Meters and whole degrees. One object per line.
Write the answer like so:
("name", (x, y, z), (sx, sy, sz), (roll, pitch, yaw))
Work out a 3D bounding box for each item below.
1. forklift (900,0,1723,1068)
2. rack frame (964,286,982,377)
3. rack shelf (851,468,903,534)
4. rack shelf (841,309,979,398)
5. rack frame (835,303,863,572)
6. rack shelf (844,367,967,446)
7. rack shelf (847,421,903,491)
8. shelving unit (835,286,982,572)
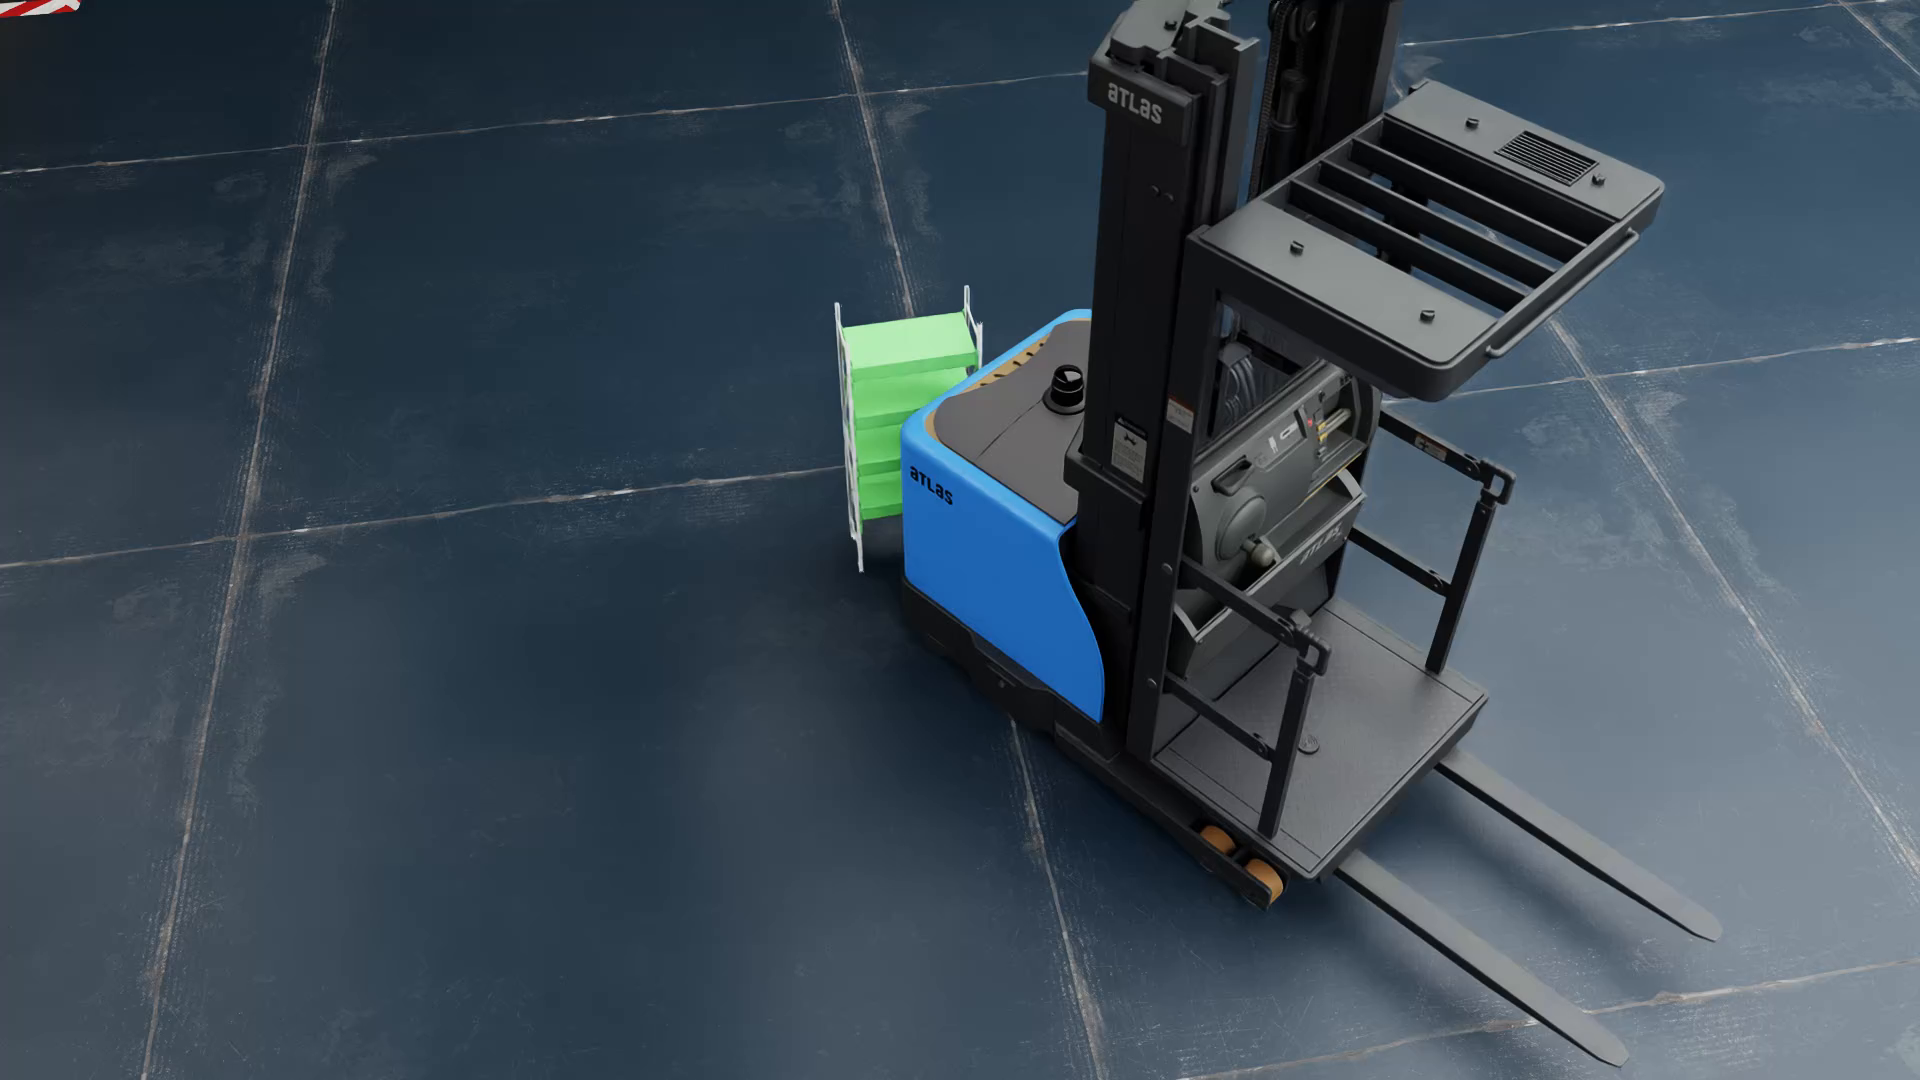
("forklift", (1.174, -0.185, 5.086), (3.031, 2.935, 1.130), (35, 56, 29))
("rack frame", (0.048, -0.445, 6.539), (0.015, 1.200, 0.240), (-9, 47, -8))
("rack shelf", (-0.190, -0.198, 6.722), (0.480, 0.148, 0.258), (-9, 47, -8))
("rack shelf", (-0.190, -0.697, 6.204), (0.480, 0.148, 0.258), (-9, 47, -8))
("rack frame", (-0.429, -0.371, 6.468), (0.015, 1.200, 0.240), (-9, 47, -8))
("rack shelf", (-0.190, -0.531, 6.377), (0.480, 0.148, 0.258), (-9, 47, -8))
("rack shelf", (-0.190, -0.364, 6.550), (0.480, 0.148, 0.258), (-9, 47, -8))
("shelving unit", (-0.190, -0.408, 6.504), (0.503, 1.200, 0.258), (-9, 47, -8))
